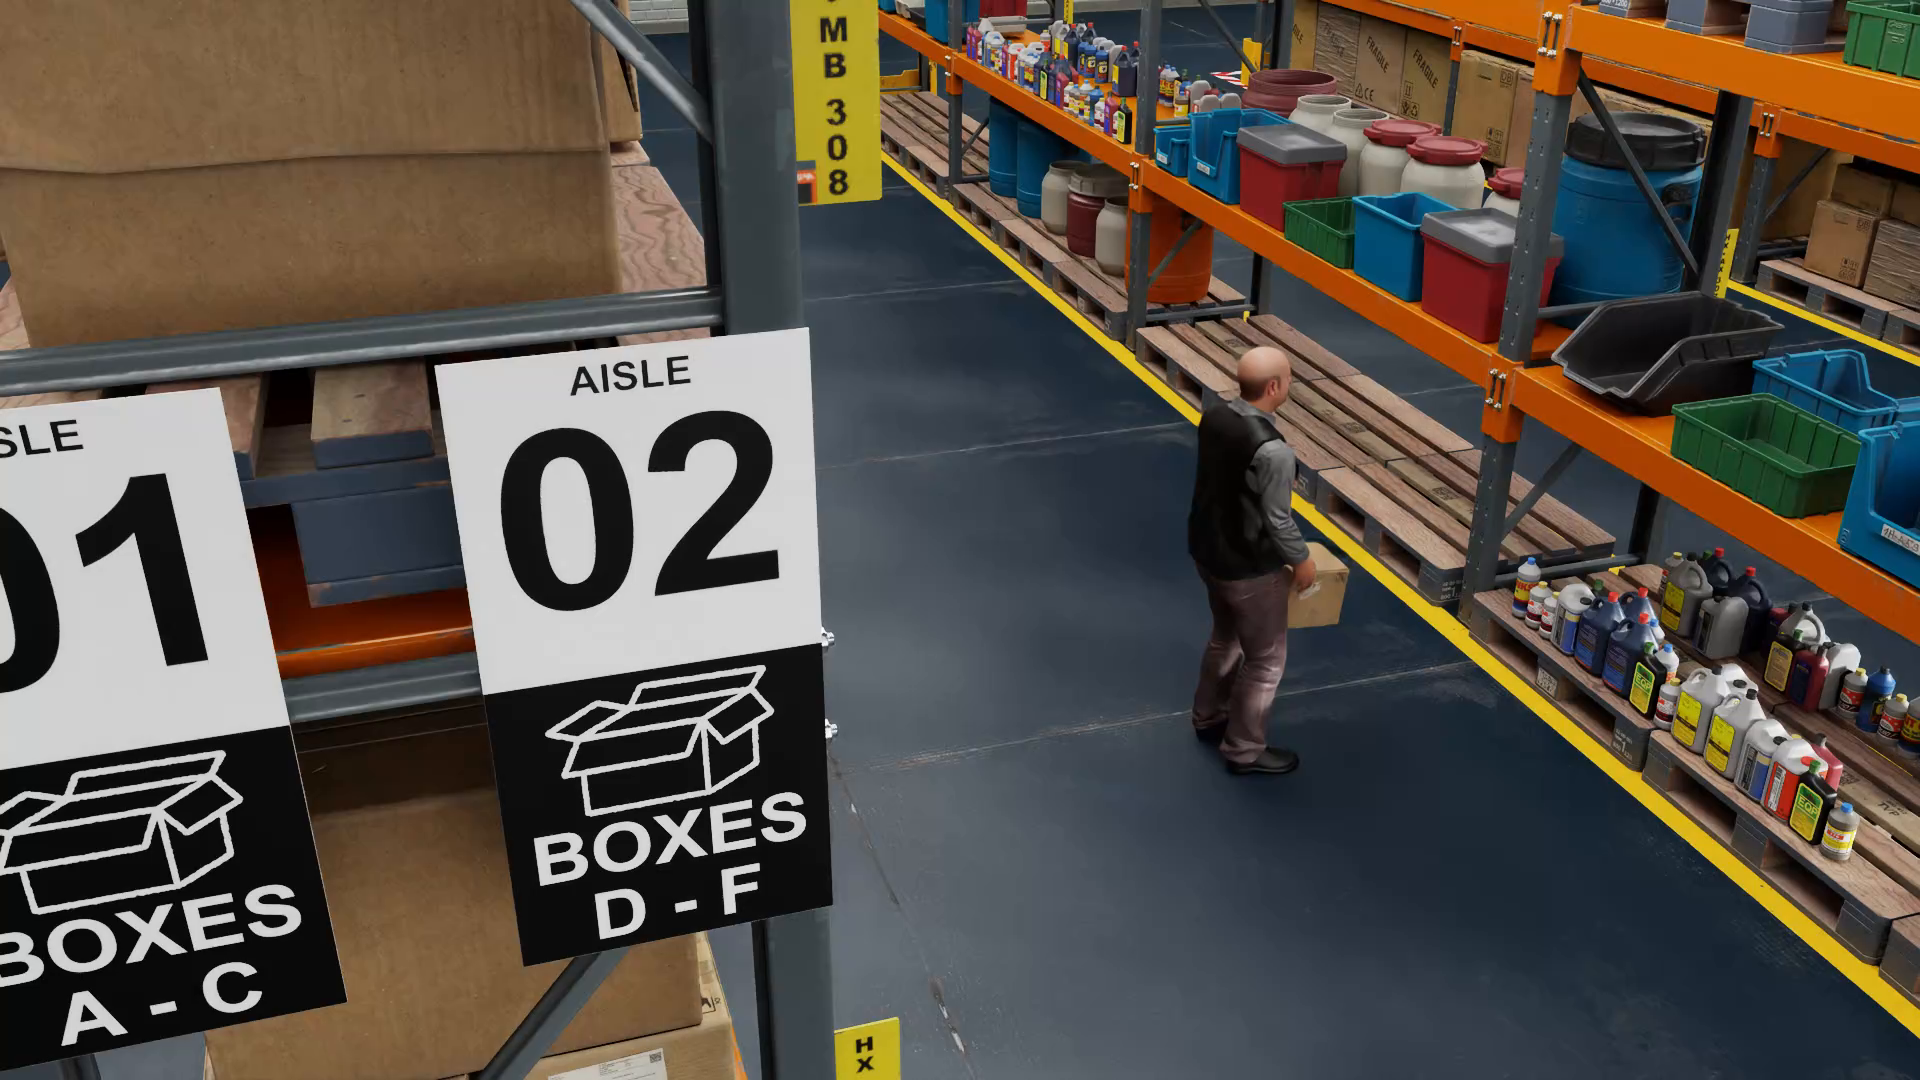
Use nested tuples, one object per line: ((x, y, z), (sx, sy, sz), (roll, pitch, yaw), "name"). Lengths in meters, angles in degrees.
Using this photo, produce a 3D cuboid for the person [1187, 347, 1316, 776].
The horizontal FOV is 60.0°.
((1.115, 0.073, 6.485), (0.446, 1.727, 0.551), (-9, 27, -17), "person")
